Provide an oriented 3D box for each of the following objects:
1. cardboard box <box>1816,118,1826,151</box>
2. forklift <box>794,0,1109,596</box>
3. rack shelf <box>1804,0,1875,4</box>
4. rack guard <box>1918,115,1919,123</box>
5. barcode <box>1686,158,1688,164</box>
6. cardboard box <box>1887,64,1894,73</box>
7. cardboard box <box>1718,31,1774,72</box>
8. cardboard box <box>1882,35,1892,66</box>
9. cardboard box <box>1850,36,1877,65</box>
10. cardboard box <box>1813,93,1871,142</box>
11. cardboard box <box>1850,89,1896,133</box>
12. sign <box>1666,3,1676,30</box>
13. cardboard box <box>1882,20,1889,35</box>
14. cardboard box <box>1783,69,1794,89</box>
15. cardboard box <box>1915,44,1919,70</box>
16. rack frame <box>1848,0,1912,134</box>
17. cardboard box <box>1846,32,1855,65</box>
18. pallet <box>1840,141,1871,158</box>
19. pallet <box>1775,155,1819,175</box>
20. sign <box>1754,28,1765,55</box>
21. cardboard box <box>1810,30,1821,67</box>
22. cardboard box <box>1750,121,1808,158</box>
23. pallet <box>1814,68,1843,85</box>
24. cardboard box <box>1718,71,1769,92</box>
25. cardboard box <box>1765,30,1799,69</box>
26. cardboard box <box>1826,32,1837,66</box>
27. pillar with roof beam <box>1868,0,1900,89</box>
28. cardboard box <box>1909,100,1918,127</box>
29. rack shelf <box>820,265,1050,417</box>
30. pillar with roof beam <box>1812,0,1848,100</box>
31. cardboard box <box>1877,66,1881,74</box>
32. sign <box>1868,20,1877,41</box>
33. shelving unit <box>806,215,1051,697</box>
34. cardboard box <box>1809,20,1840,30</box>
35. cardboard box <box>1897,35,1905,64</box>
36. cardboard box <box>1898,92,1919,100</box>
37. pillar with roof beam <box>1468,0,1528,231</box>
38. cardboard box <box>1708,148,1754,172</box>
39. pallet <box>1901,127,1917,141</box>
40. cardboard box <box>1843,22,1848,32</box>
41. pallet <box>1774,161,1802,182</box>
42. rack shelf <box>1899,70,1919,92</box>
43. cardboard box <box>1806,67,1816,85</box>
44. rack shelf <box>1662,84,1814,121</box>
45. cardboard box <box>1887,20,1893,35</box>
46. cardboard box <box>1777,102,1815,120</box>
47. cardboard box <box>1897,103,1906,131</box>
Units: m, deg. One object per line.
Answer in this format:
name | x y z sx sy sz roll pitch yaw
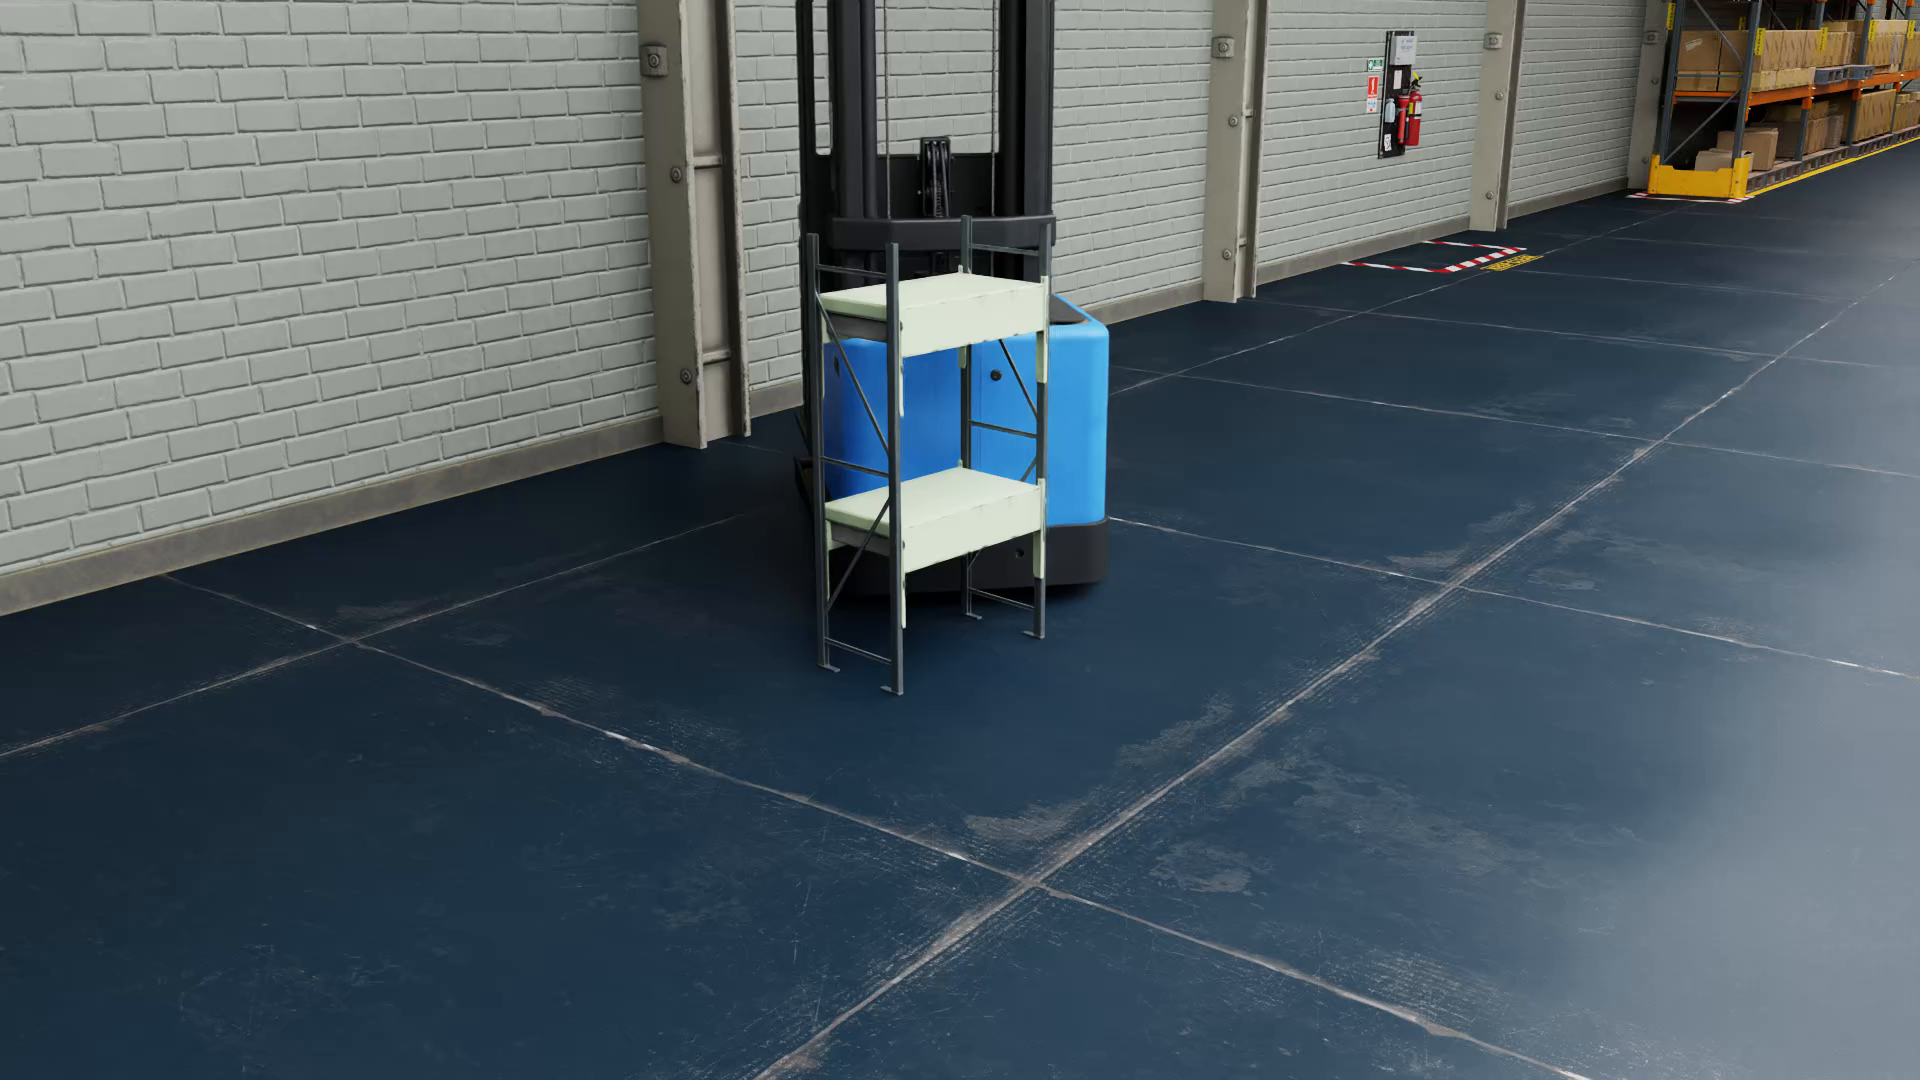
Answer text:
cardboard box | 13.329 -6.471 26.497 0.700 0.500 0.500 12 21 34
forklift | -0.188 -1.582 7.397 1.130 2.935 3.031 -3 18 -10
rack shelf | 13.198 -8.474 25.628 1.077 0.370 4.000 12 21 35
rack guard | 19.171 -8.578 34.025 1.175 0.500 0.348 12 21 35
barcode | 9.797 -5.110 22.417 0.001 0.075 0.075 12 21 35
cardboard box | 16.367 -8.381 29.565 0.380 0.149 0.250 12 21 35
cardboard box | 10.149 -6.312 21.467 0.500 0.500 0.500 12 21 35
cardboard box | 15.805 -8.497 28.845 0.500 0.500 0.500 13 22 36
cardboard box | 14.885 -8.131 27.665 0.500 0.500 0.500 13 22 36
cardboard box | 14.934 -7.187 28.246 0.750 0.750 0.750 12 21 34
cardboard box | 16.491 -7.810 30.252 0.750 0.750 0.750 13 21 35
sign | 9.190 -6.762 21.477 0.100 0.325 0.005 12 21 35
cardboard box | 15.482 -8.729 28.327 0.500 0.250 0.500 13 21 35
cardboard box | 11.078 -6.320 22.757 0.500 0.250 0.500 13 21 35
cardboard box | 17.975 -9.431 32.050 0.980 0.700 0.700 11 20 32
rack frame | 16.773 -8.814 30.568 1.000 3.000 0.127 12 21 35
cardboard box | 14.118 -8.005 27.054 0.700 0.500 0.500 10 20 28
pallet | 14.920 -6.704 28.475 1.003 0.211 1.213 12 21 35
pallet | 12.469 -5.762 25.443 1.003 0.211 1.213 12 21 35
sign | 10.059 -6.273 20.927 0.100 0.325 0.005 12 21 35
cardboard box | 11.973 -7.037 23.801 0.500 0.500 0.500 12 21 35
cardboard box | 12.432 -6.103 25.311 0.700 0.500 0.500 13 22 37
pallet | 12.579 -6.973 24.964 1.003 0.211 1.213 12 21 35
cardboard box | 10.169 -5.954 21.577 0.500 0.250 0.500 12 21 33
cardboard box | 11.063 -6.675 22.636 0.500 0.500 0.500 13 22 36
cardboard box | 13.043 -7.576 25.670 0.700 0.500 0.500 16 24 42
pillar with roof beam | 23.528 -12.667 32.859 9.100 9.000 0.400 12 21 35
cardboard box | 18.522 -8.470 32.966 0.700 0.500 0.500 12 21 35
rack shelf | -0.094 -0.688 5.613 0.431 0.370 0.720 15 23 41
pillar with roof beam | 19.953 -11.238 28.257 9.100 9.000 0.400 12 21 35
cardboard box | 15.840 -8.217 29.035 0.380 0.149 0.250 13 22 36
sign | 14.831 -8.282 27.038 0.100 0.325 0.005 12 21 35
shelving unit | -0.094 -0.315 5.729 0.431 1.500 0.755 15 23 41
cardboard box | 14.452 -8.572 27.822 0.500 0.250 0.500 13 22 36
cardboard box | 16.701 -8.859 30.008 0.500 0.500 0.500 12 21 34
cardboard box | 18.738 -8.775 32.855 0.380 0.149 0.250 13 22 36
pillar with roof beam | 9.228 -6.950 14.452 9.100 9.000 0.400 12 21 35
cardboard box | 10.448 -5.166 22.614 0.500 0.311 0.500 15 22 39
pallet | 18.016 -7.941 32.460 1.003 0.211 1.213 12 21 35
cardboard box | 14.209 -8.341 27.042 0.380 0.149 0.250 9 20 28
pallet | 11.635 -5.410 24.310 1.003 0.211 1.213 12 21 35
rack shelf | 17.965 -8.947 32.208 1.077 0.370 4.000 12 21 35
cardboard box | 11.968 -6.680 23.915 0.500 0.250 0.500 12 21 35
rack shelf | 10.815 -6.088 23.005 1.077 0.370 4.000 12 21 35
cardboard box | 15.781 -8.852 28.722 0.500 0.250 0.500 12 21 34
cardboard box | 12.999 -6.691 25.941 0.500 0.250 0.500 12 21 33
cardboard box | 17.603 -8.100 31.775 0.700 0.500 0.500 12 21 34
